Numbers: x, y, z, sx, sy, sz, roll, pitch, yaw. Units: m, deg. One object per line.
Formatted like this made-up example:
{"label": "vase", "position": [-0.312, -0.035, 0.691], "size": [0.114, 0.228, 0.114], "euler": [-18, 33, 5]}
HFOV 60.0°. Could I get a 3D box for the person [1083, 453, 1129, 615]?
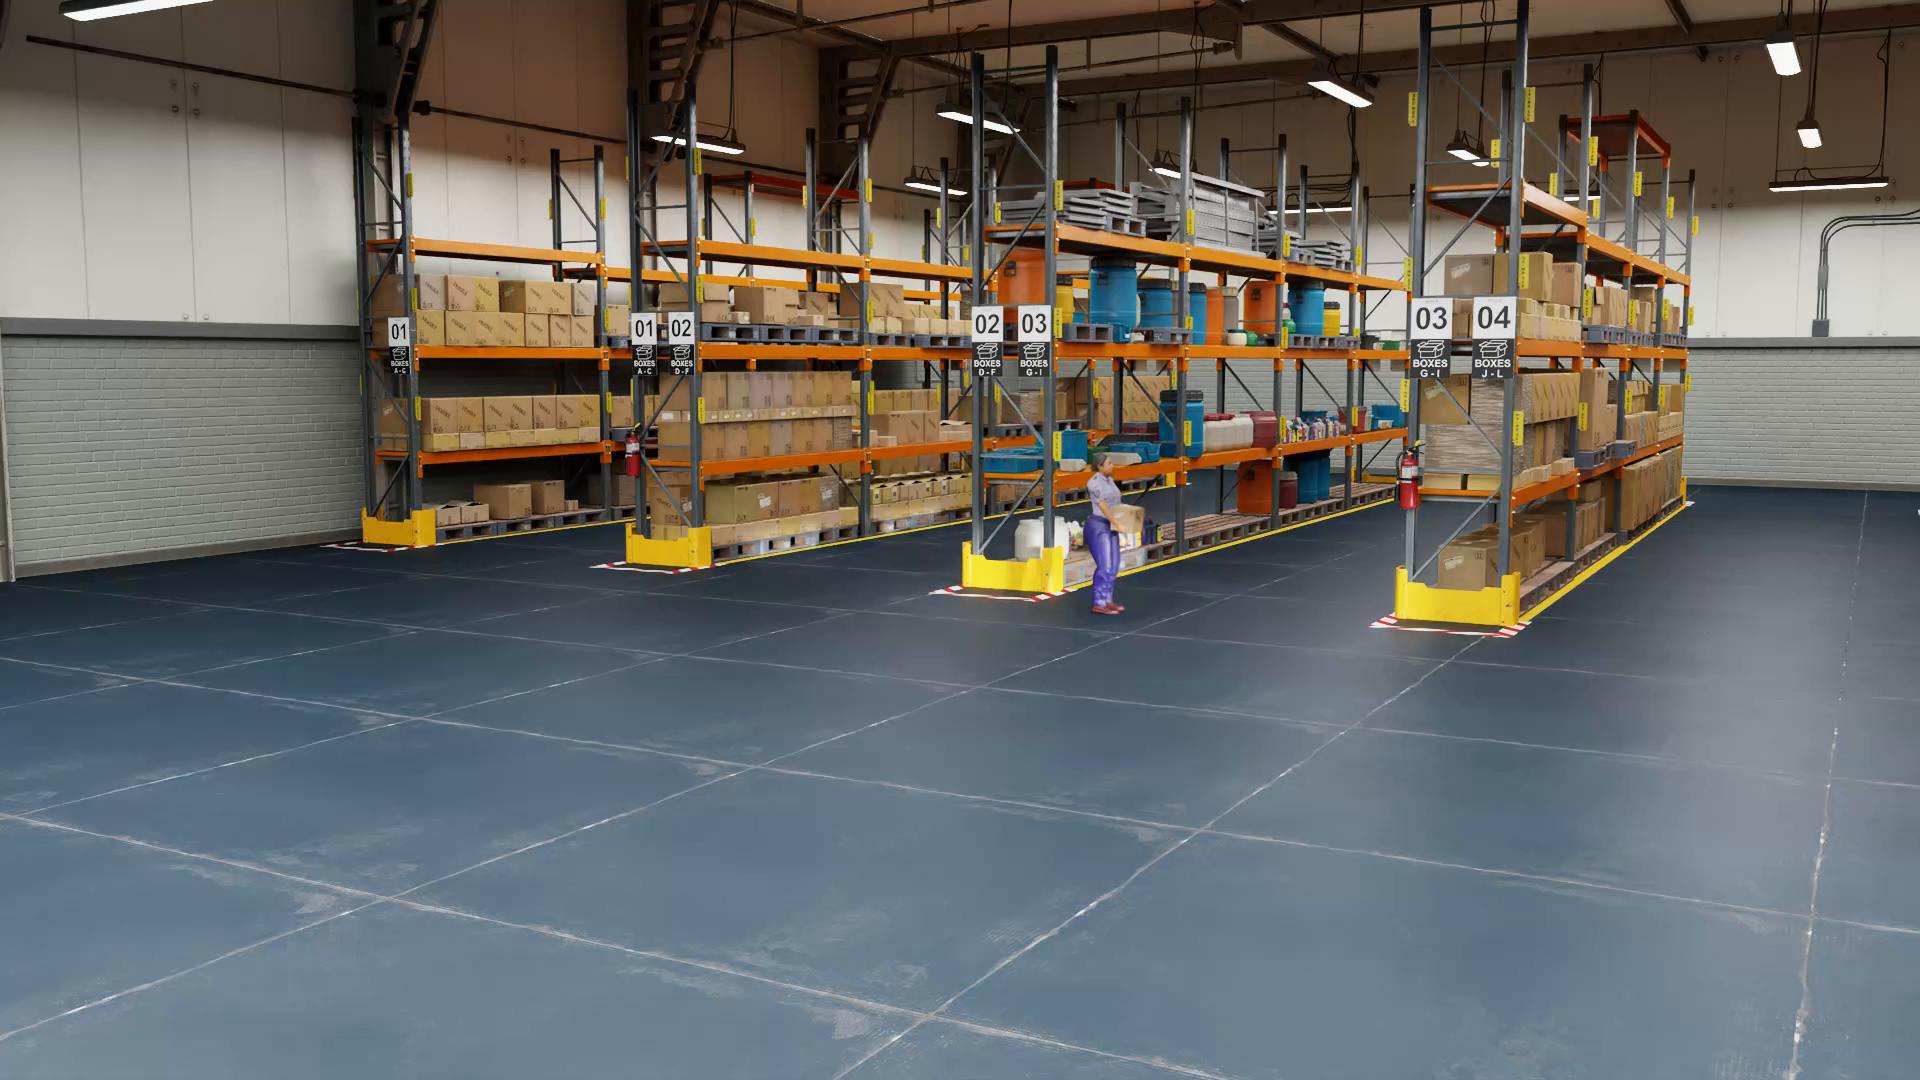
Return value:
{"label": "person", "position": [1.555, -0.064, 17.151], "size": [0.519, 1.633, 0.441], "euler": [3, 7, 28]}
